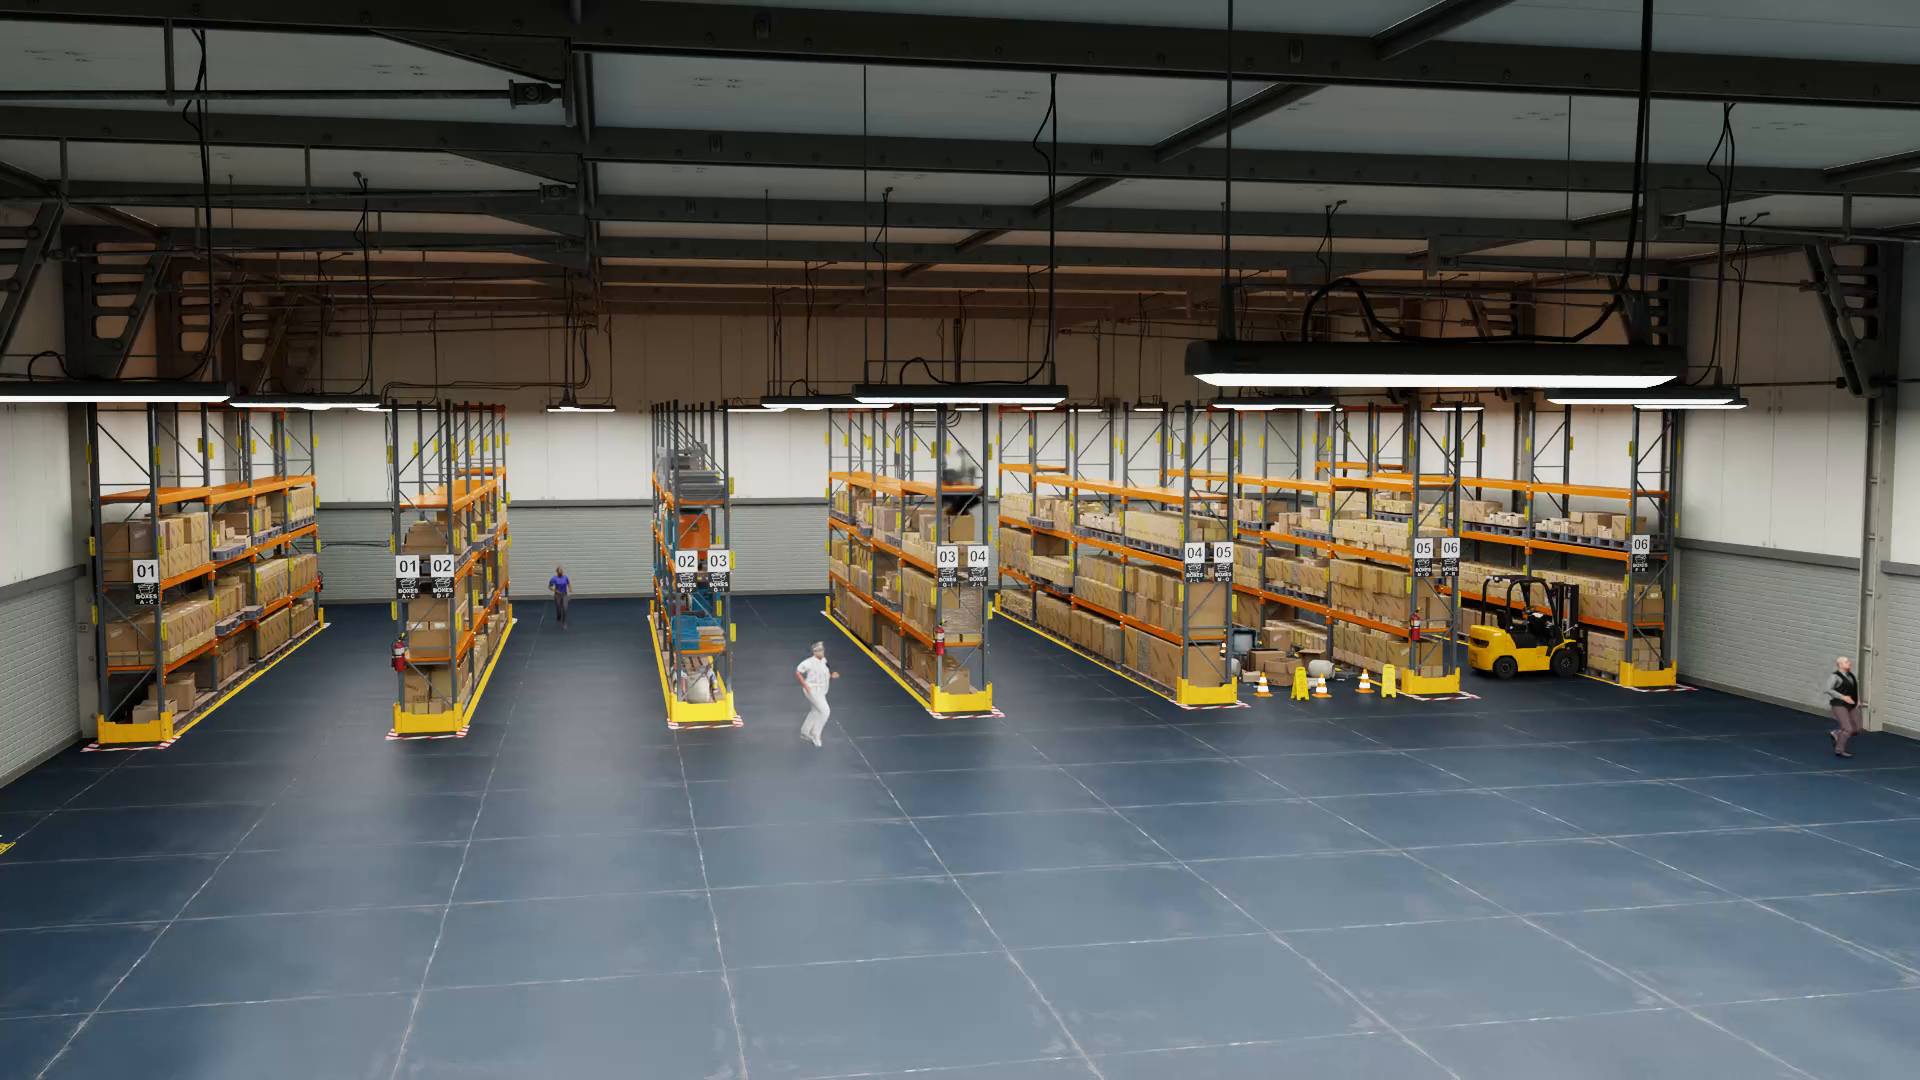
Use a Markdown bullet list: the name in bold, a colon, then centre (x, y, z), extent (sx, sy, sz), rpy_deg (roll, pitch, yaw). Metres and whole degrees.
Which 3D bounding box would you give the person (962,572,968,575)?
- **person**: centre (0.139, 1.392, 47.118), extent (0.569, 1.555, 0.519), rpy_deg (-1, 4, -8)

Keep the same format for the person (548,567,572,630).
- **person**: centre (-10.708, 1.564, 44.560), extent (0.626, 1.678, 0.806), rpy_deg (-2, 5, -28)

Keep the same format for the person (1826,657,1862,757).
- **person**: centre (14.794, 2.789, 27.813), extent (0.656, 1.673, 0.604), rpy_deg (-2, 5, -26)

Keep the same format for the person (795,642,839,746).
- **person**: centre (-2.466, 2.679, 28.957), extent (0.752, 1.842, 0.626), rpy_deg (2, 5, 23)
